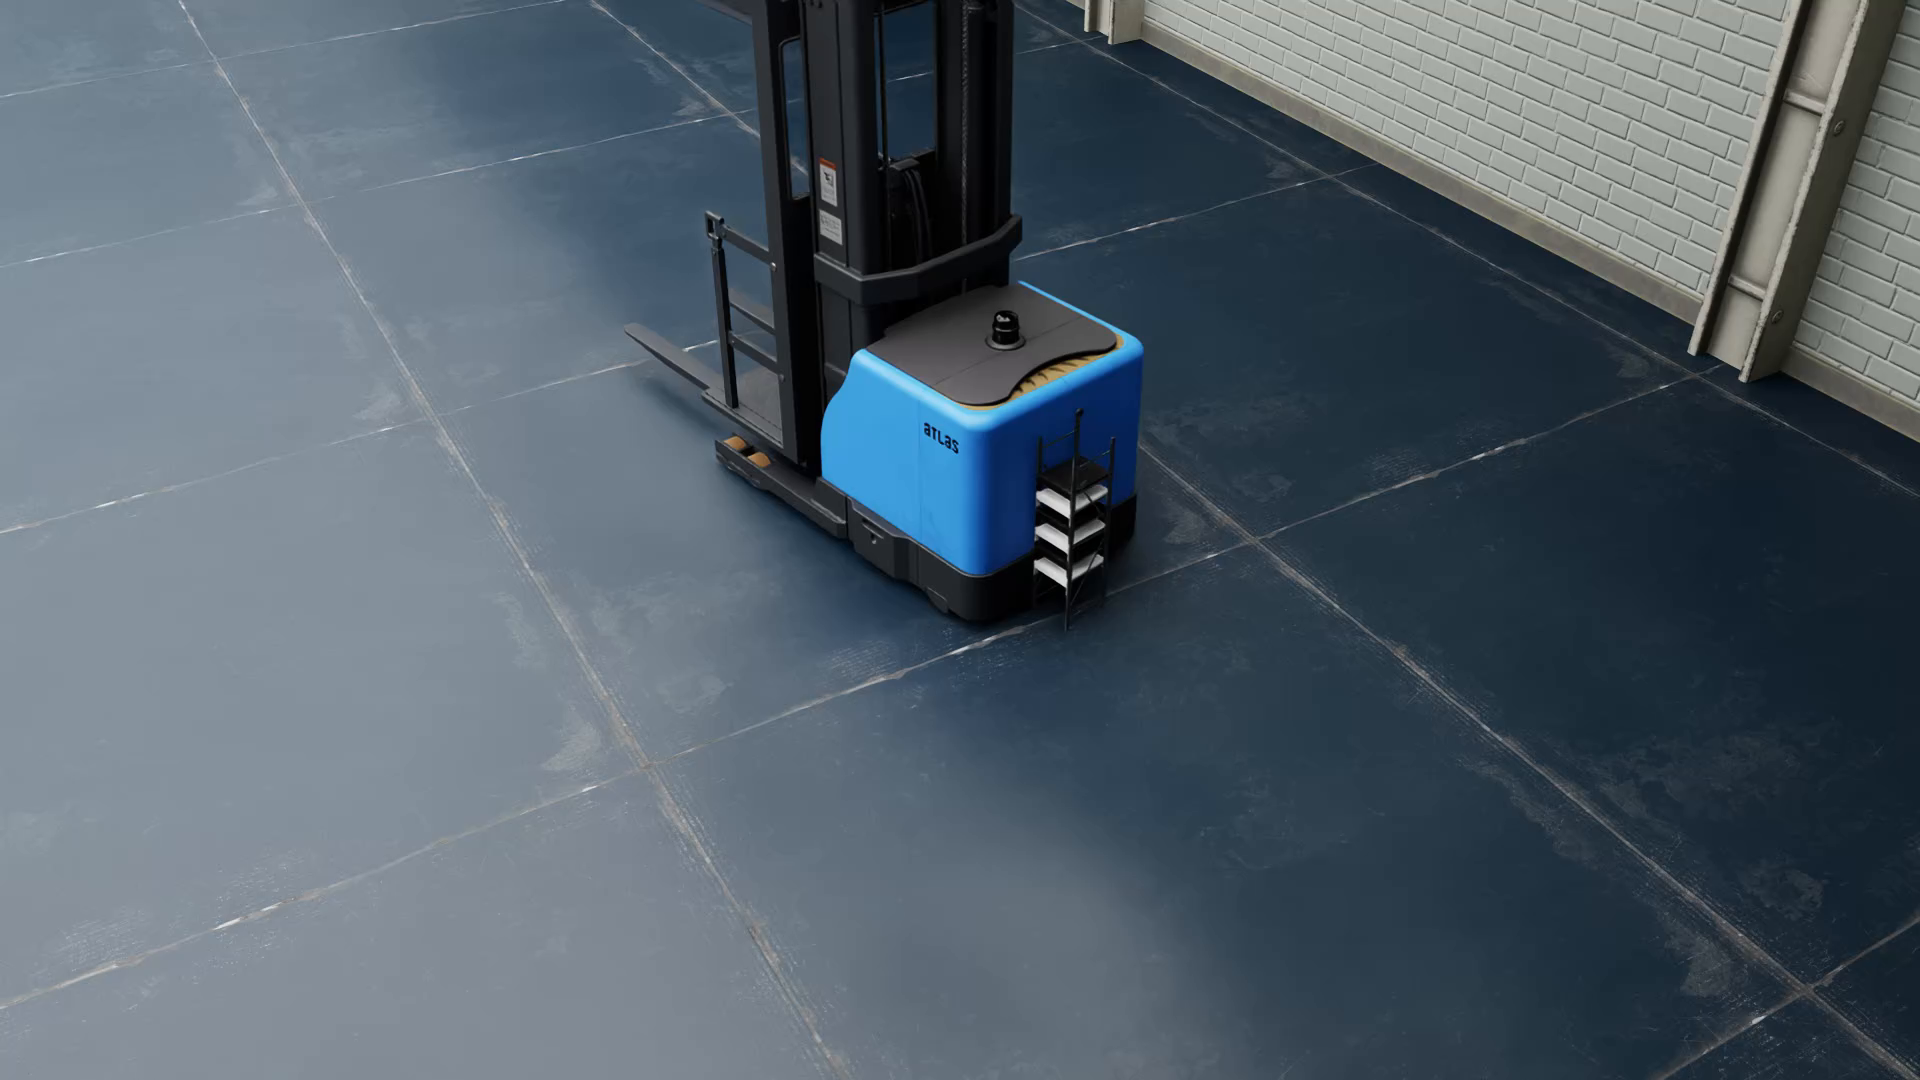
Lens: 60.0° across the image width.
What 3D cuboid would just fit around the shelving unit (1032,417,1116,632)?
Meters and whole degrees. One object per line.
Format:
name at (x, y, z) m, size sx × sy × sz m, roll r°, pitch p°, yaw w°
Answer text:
shelving unit at (0.478, -0.058, 7.066) m, size 0.258 × 0.900 × 0.210 m, roll -28°, pitch 45°, yaw -33°

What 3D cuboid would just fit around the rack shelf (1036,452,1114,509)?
rack shelf at (0.478, -0.249, 6.926) m, size 0.258 × 0.077 × 0.200 m, roll -28°, pitch 45°, yaw -33°

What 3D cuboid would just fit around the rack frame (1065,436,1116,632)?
rack frame at (0.546, -0.013, 7.005) m, size 0.240 × 0.900 × 0.006 m, roll -28°, pitch 45°, yaw -33°

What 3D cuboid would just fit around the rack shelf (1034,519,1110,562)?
rack shelf at (0.478, -0.031, 7.086) m, size 0.258 × 0.077 × 0.200 m, roll -28°, pitch 45°, yaw -33°

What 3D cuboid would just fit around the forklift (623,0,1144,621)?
forklift at (-0.554, -1.621, 7.484) m, size 1.130 × 2.935 × 3.031 m, roll -28°, pitch 45°, yaw -33°

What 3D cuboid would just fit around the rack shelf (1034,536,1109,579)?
rack shelf at (0.478, 0.042, 7.139) m, size 0.258 × 0.077 × 0.200 m, roll -28°, pitch 45°, yaw -33°

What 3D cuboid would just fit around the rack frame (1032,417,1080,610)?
rack frame at (0.410, -0.102, 7.127) m, size 0.240 × 0.900 × 0.006 m, roll -28°, pitch 45°, yaw -33°

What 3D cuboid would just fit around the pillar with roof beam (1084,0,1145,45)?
pillar with roof beam at (-2.496, -6.402, 8.886) m, size 9.100 × 9.000 × 0.400 m, roll -19°, pitch 40°, yaw -24°

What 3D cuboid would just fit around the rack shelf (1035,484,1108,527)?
rack shelf at (0.478, -0.176, 6.980) m, size 0.258 × 0.077 × 0.200 m, roll -28°, pitch 45°, yaw -33°

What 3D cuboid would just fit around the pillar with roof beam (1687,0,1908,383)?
pillar with roof beam at (0.519, -3.342, 4.697) m, size 9.100 × 9.000 × 0.400 m, roll -19°, pitch 40°, yaw -24°

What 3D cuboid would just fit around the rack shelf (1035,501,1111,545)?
rack shelf at (0.478, -0.103, 7.033) m, size 0.258 × 0.077 × 0.200 m, roll -28°, pitch 45°, yaw -33°

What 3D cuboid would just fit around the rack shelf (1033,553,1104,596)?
rack shelf at (0.478, 0.115, 7.192) m, size 0.258 × 0.077 × 0.200 m, roll -28°, pitch 45°, yaw -33°
